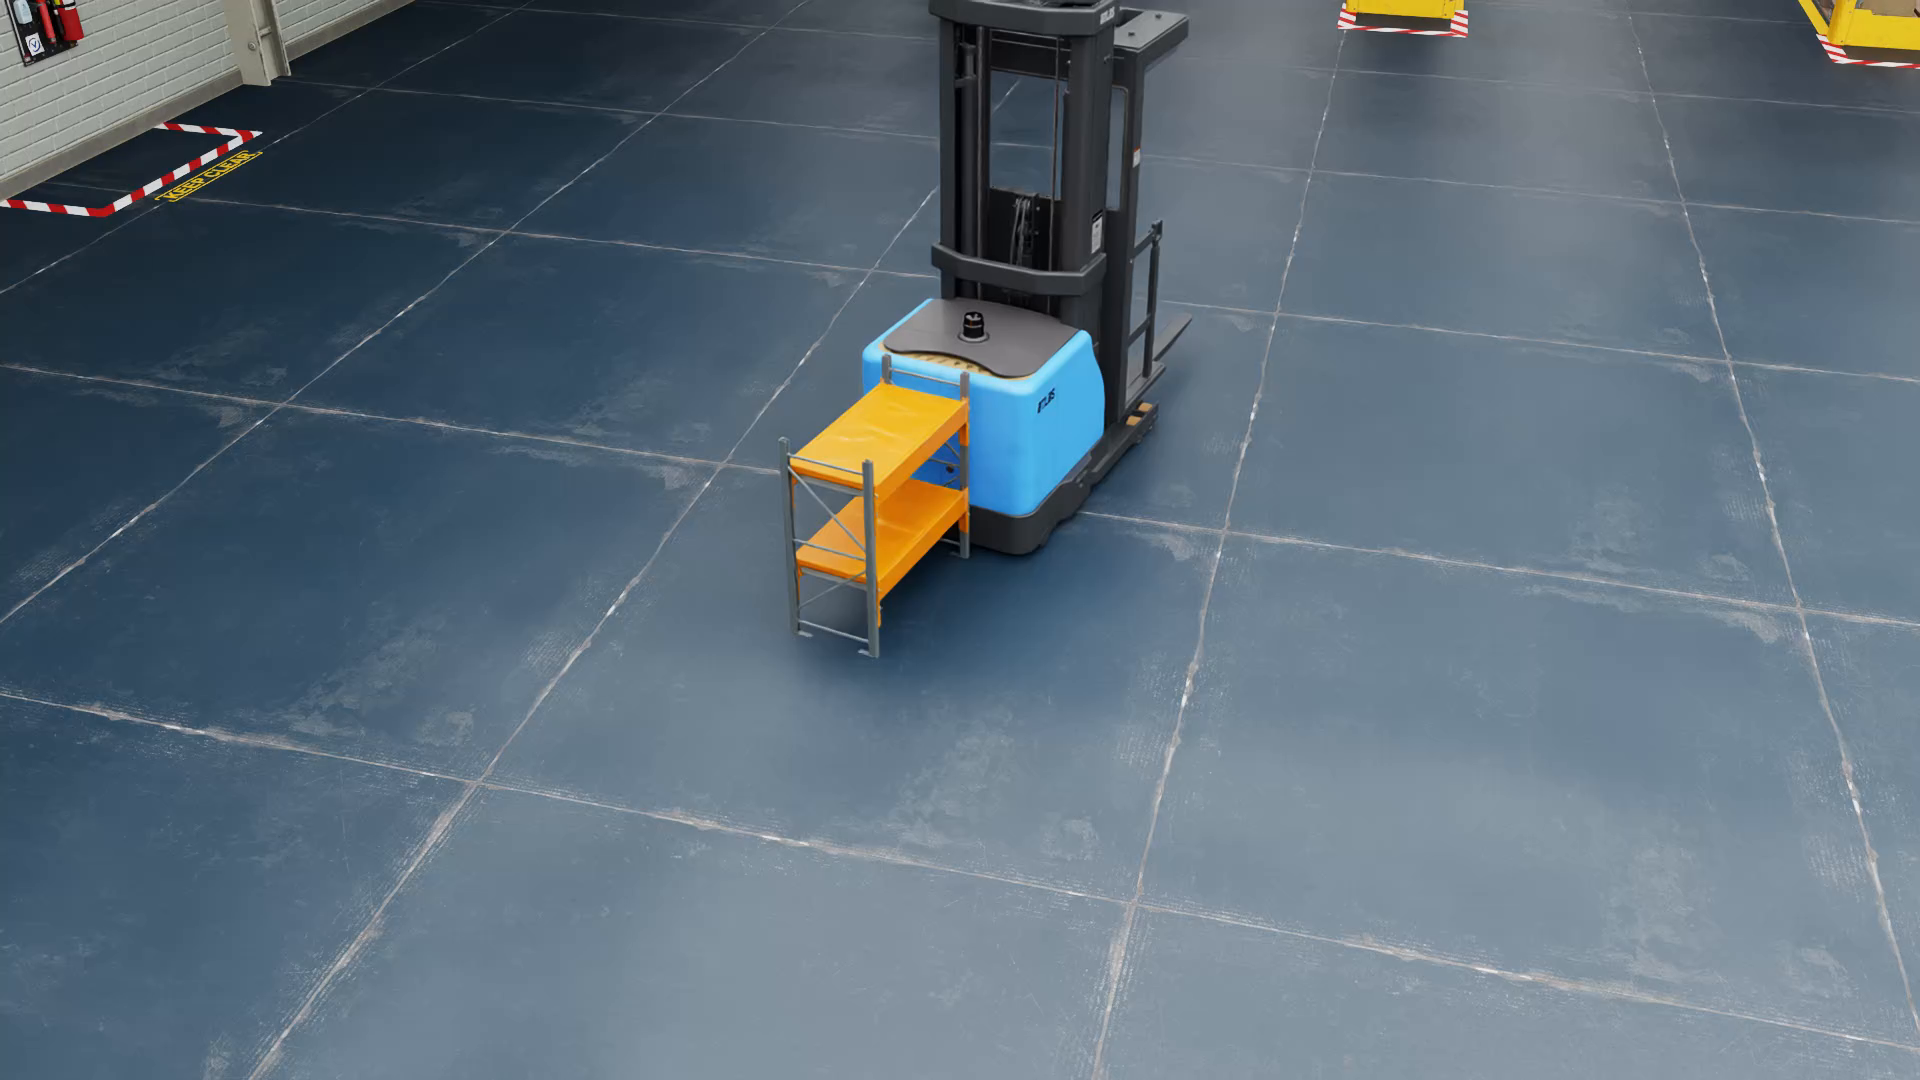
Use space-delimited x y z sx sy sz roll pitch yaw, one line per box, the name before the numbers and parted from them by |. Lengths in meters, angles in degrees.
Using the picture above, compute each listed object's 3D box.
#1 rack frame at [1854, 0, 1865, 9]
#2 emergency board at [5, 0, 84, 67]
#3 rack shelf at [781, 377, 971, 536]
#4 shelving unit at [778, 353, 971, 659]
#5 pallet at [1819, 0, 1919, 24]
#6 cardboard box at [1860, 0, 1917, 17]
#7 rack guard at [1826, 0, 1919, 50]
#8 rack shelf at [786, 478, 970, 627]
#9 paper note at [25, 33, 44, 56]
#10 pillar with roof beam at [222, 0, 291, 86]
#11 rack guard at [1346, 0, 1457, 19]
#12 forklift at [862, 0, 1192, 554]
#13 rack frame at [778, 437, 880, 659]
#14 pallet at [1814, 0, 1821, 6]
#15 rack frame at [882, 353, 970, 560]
rack frame | 9.710 -6.425 16.561 1.000 3.000 0.127 8 33 12
emergency board | -7.510 -4.538 13.593 0.194 1.169 0.643 8 33 12
rack shelf | -0.406 -0.438 8.345 0.538 0.278 1.000 15 35 22
shelving unit | -0.406 -0.191 8.502 0.538 1.125 1.048 15 35 22
pallet | 9.969 -5.704 18.026 1.003 0.211 1.213 8 33 12
cardboard box | 9.884 -5.869 17.625 0.500 0.500 0.500 14 35 21
rack guard | 9.729 -5.410 17.293 1.175 0.500 0.348 8 33 12
rack shelf | -0.406 0.015 8.633 0.538 0.278 1.000 15 35 22
paper note | -7.621 -4.084 13.700 0.016 0.148 0.142 8 33 12
pillar with roof beam | -2.681 -7.761 13.071 9.100 9.000 0.400 8 33 12
rack guard | 4.893 -6.090 18.364 1.175 0.500 0.348 8 33 12
forklift | 0.581 -1.929 9.552 1.130 2.935 3.031 15 36 23
rack frame | -0.634 0.053 8.118 0.500 1.125 0.032 15 35 22
pallet | 10.281 -6.336 19.019 1.003 0.211 1.213 8 33 12
rack frame | -0.179 -0.435 8.886 0.500 1.125 0.032 15 35 22
